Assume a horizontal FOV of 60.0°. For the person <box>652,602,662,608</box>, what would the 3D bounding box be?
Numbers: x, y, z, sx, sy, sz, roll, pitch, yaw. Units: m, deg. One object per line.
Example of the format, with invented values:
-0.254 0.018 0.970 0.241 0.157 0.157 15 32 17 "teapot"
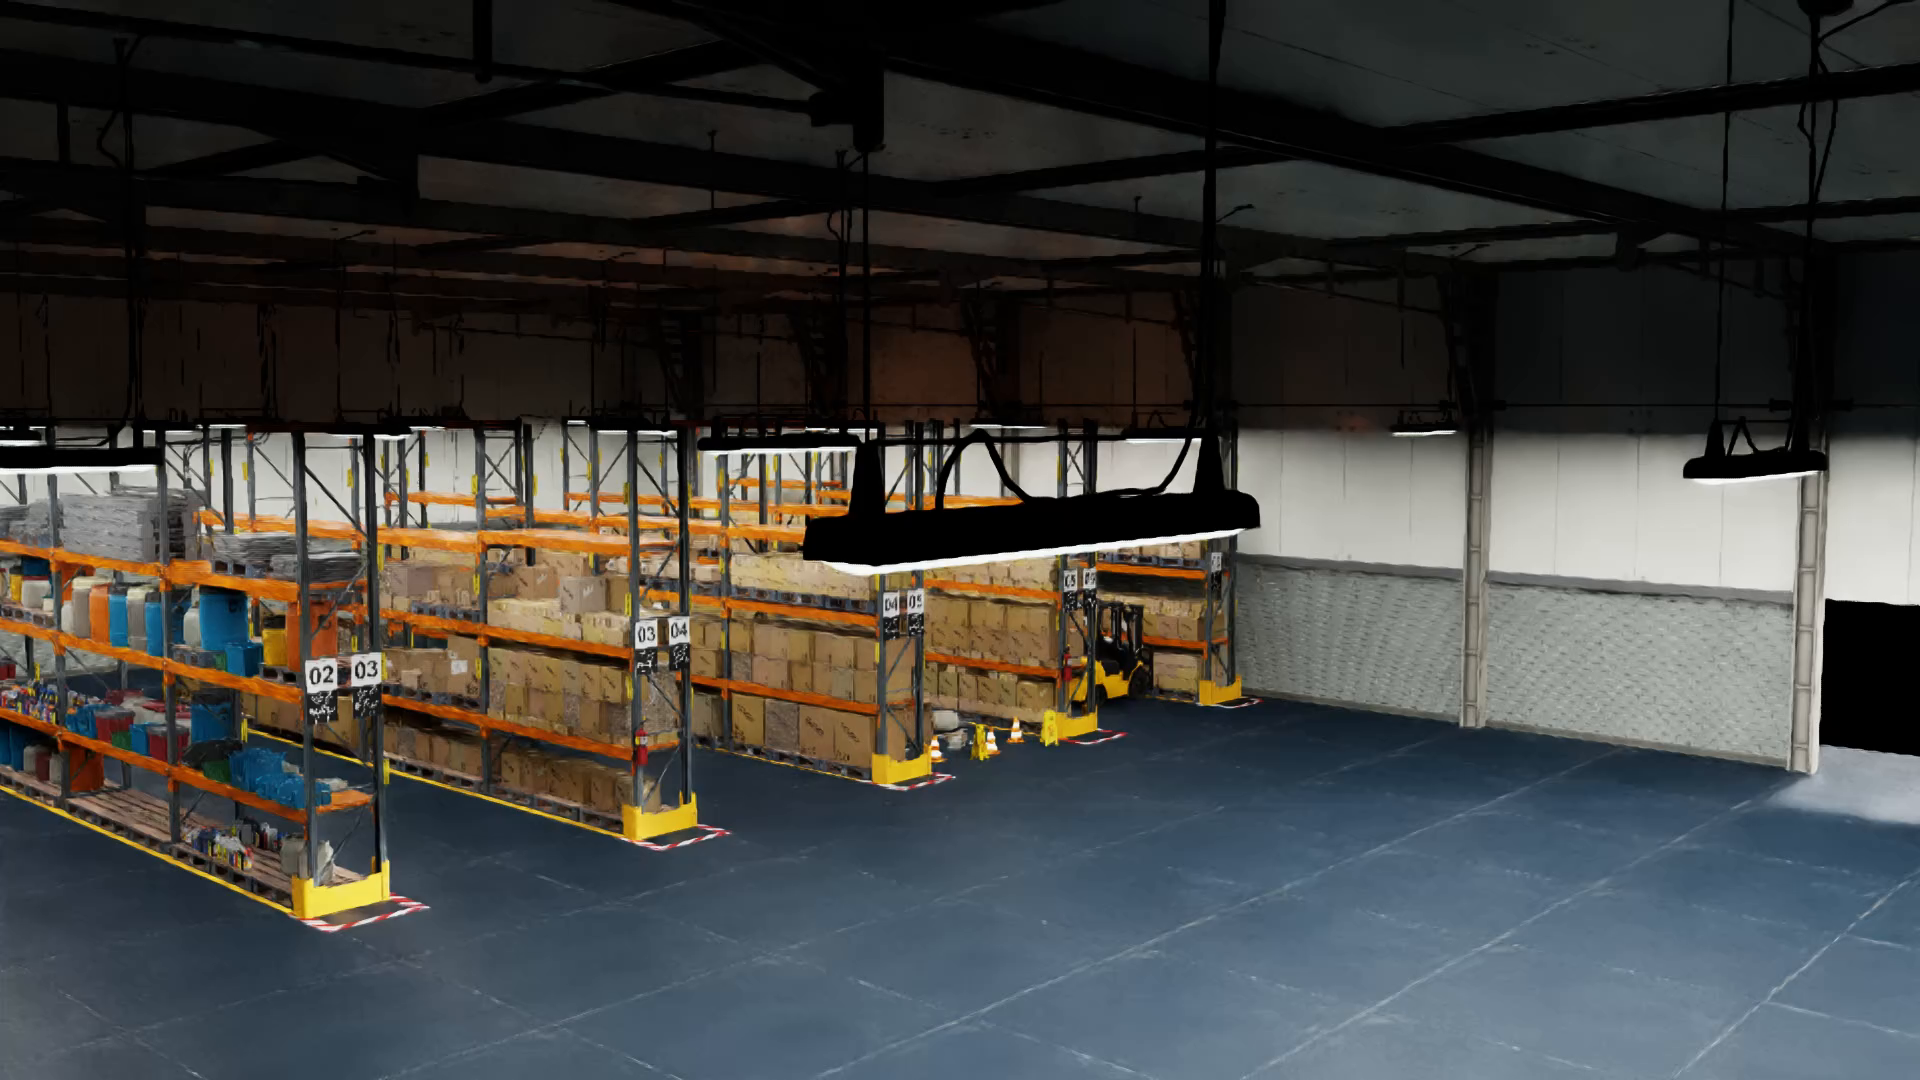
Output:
-6.954 2.311 38.213 0.553 1.771 0.607 -3 5 -29 "person"
